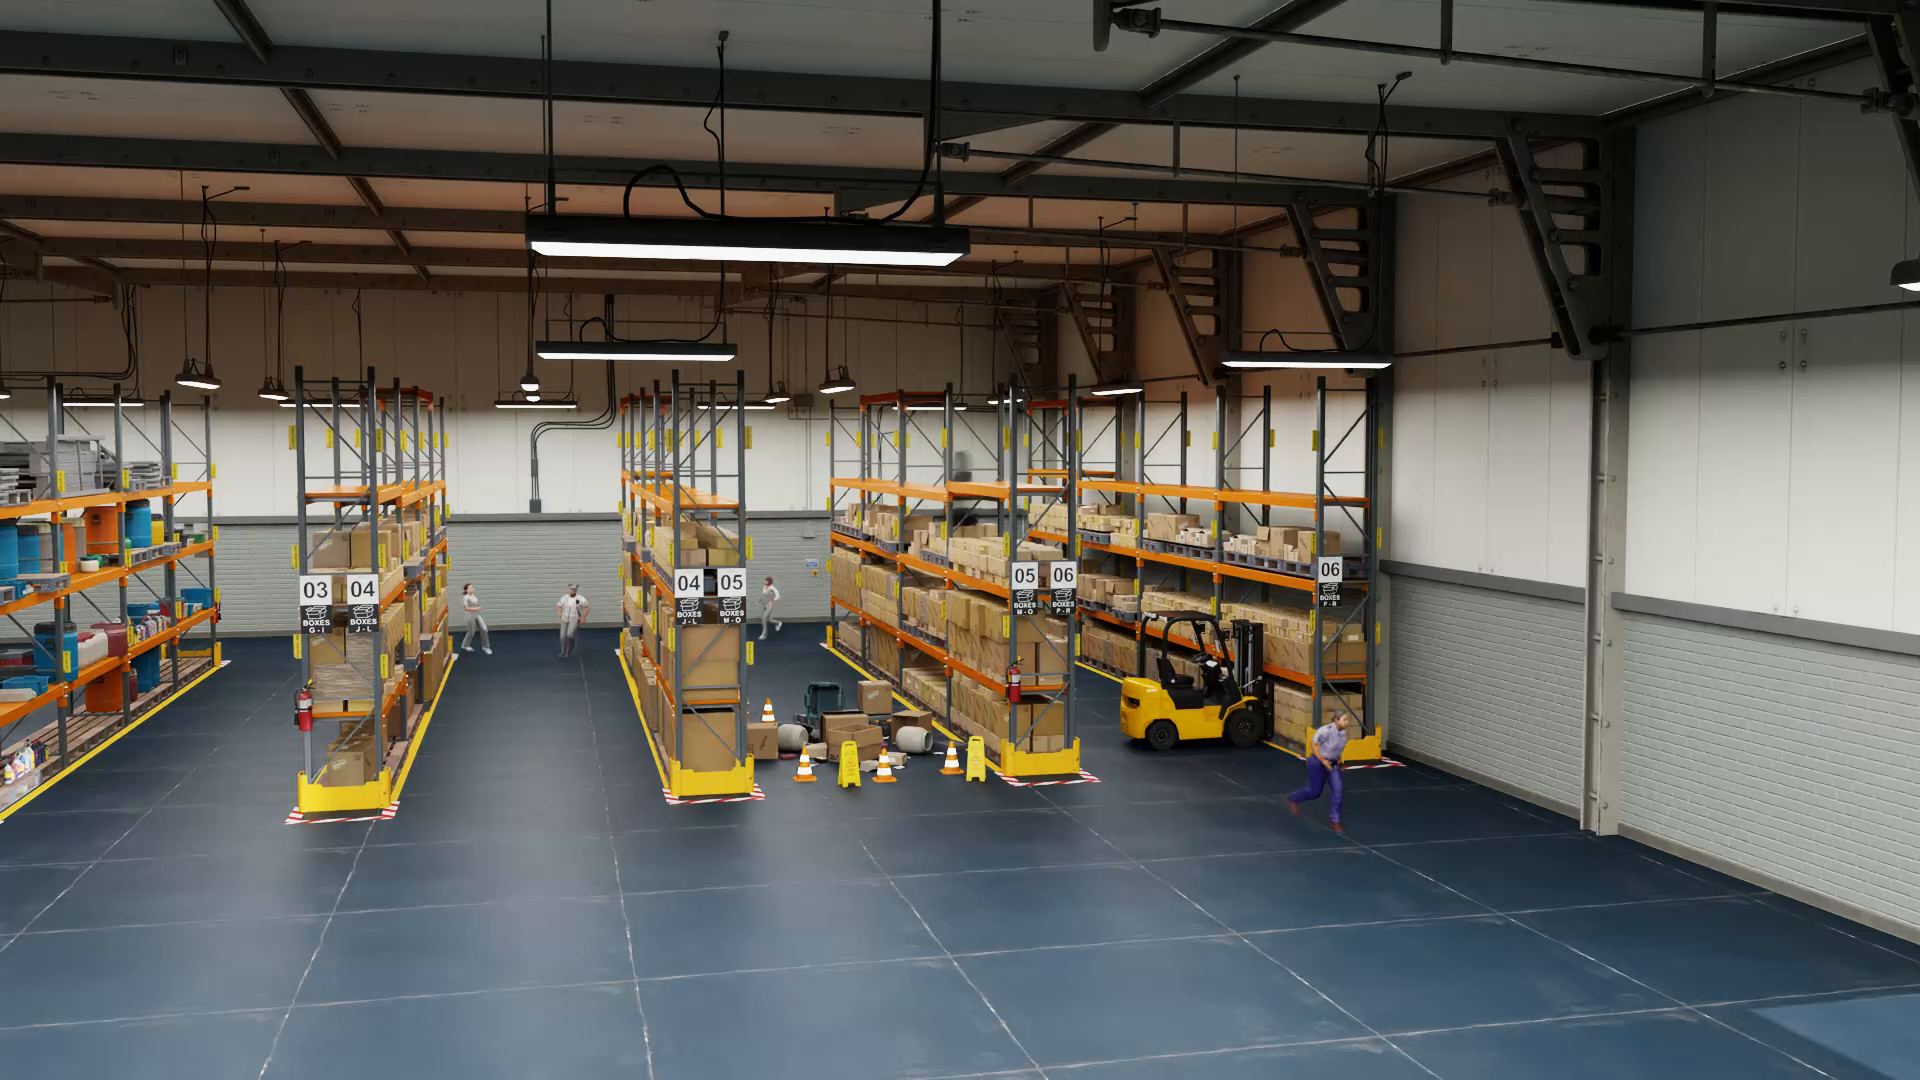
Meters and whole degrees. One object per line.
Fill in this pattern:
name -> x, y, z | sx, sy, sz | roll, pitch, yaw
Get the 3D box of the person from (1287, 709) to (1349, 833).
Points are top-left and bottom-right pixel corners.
person -> 4.661, 2.952, 21.584 | 0.628, 1.611, 0.945 | -3, 5, -43

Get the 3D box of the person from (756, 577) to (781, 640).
person -> -4.808, 1.716, 42.126 | 0.744, 1.586, 0.537 | -3, 5, -42

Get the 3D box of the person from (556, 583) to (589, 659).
person -> -8.944, 1.864, 38.269 | 0.723, 1.751, 0.621 | 0, 3, 5

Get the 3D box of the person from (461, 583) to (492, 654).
person -> -11.408, 1.844, 38.927 | 0.867, 1.671, 0.559 | 1, 4, 22
